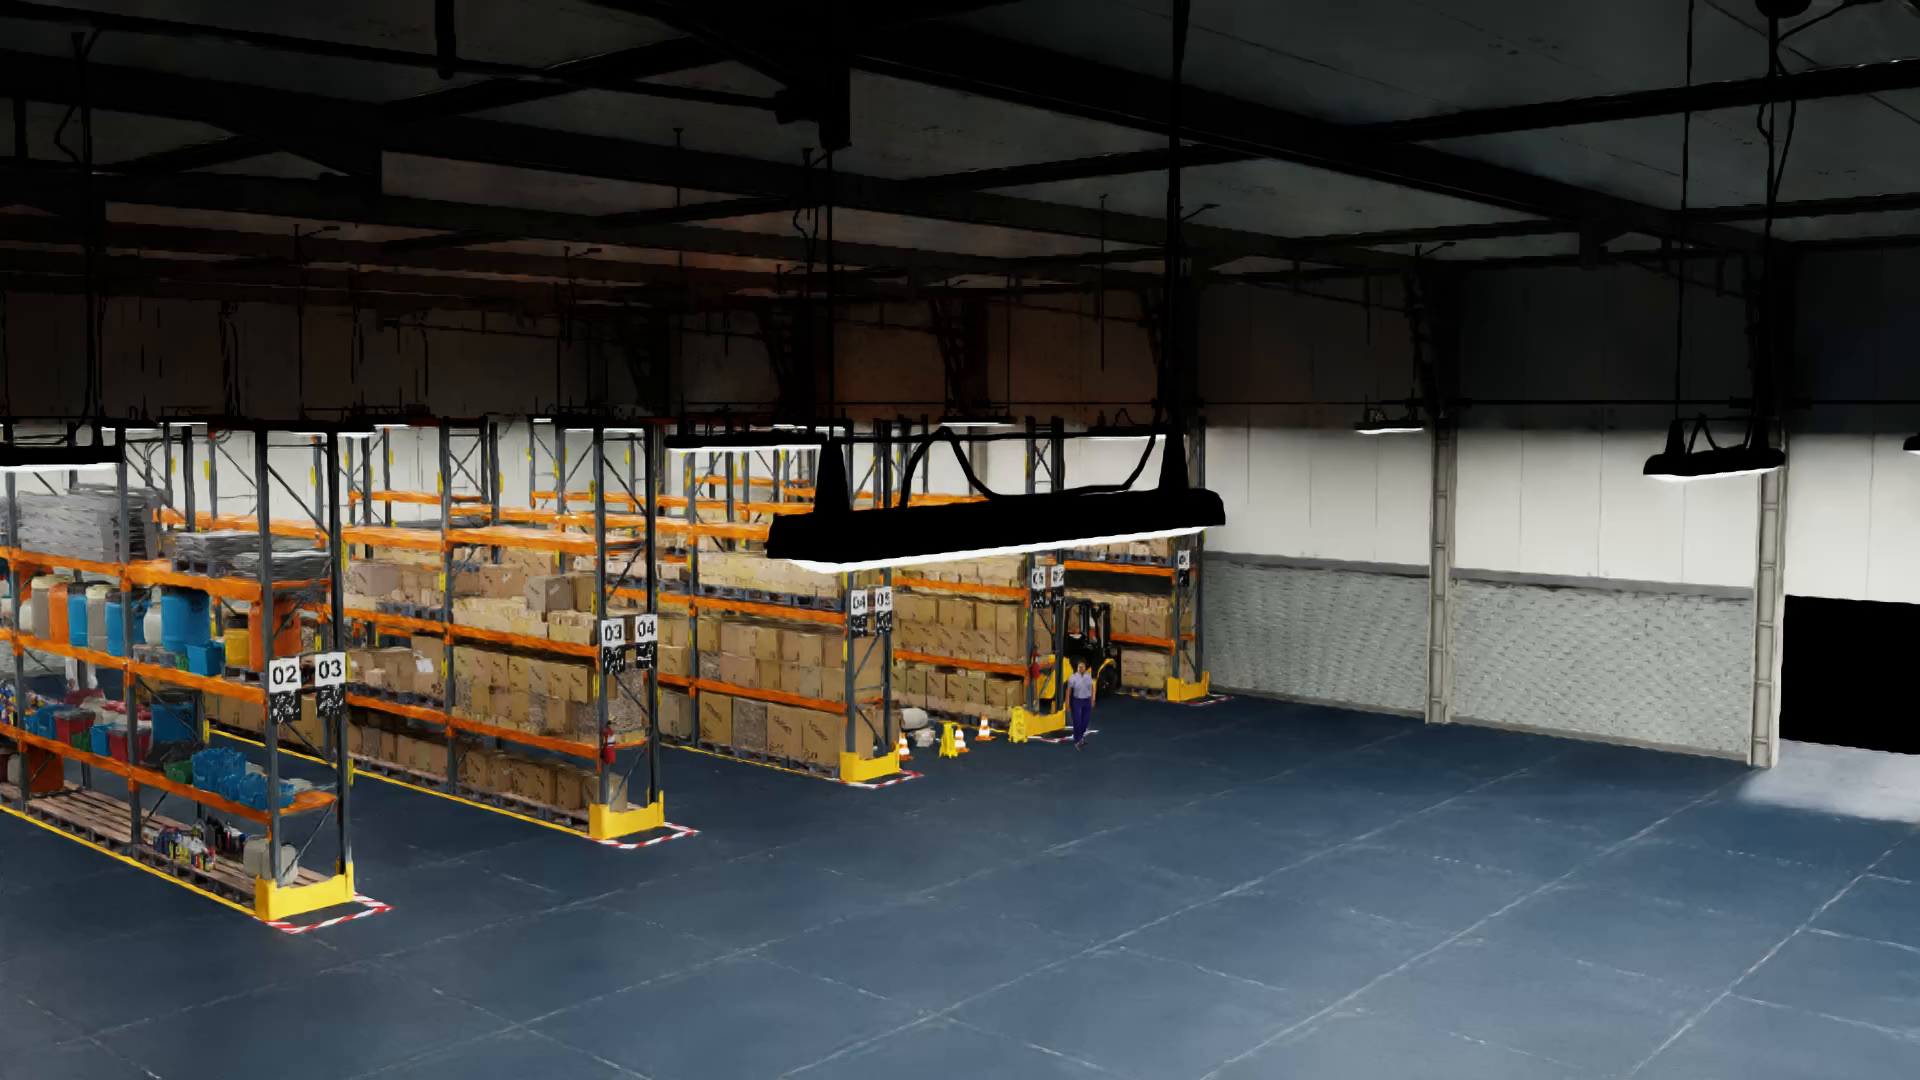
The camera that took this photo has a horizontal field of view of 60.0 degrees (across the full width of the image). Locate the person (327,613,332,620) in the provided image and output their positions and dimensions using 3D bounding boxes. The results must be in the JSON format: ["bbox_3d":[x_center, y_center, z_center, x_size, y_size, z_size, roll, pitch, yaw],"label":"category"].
[{"bbox_3d":[-15.680,2.027,41.400,0.593,1.744,0.962,-2,5,-26],"label":"person"}]

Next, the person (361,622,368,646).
[{"bbox_3d":[-12.479,2.569,35.098,0.525,1.669,0.565,-3,6,-32],"label":"person"}]

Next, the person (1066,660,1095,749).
[{"bbox_3d":[2.188,2.990,30.626,0.576,1.627,0.587,-2,5,-19],"label":"person"}]

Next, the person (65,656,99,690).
[{"bbox_3d":[-17.491,2.710,33.136,1.194,1.693,0.598,4,6,43],"label":"person"}]
